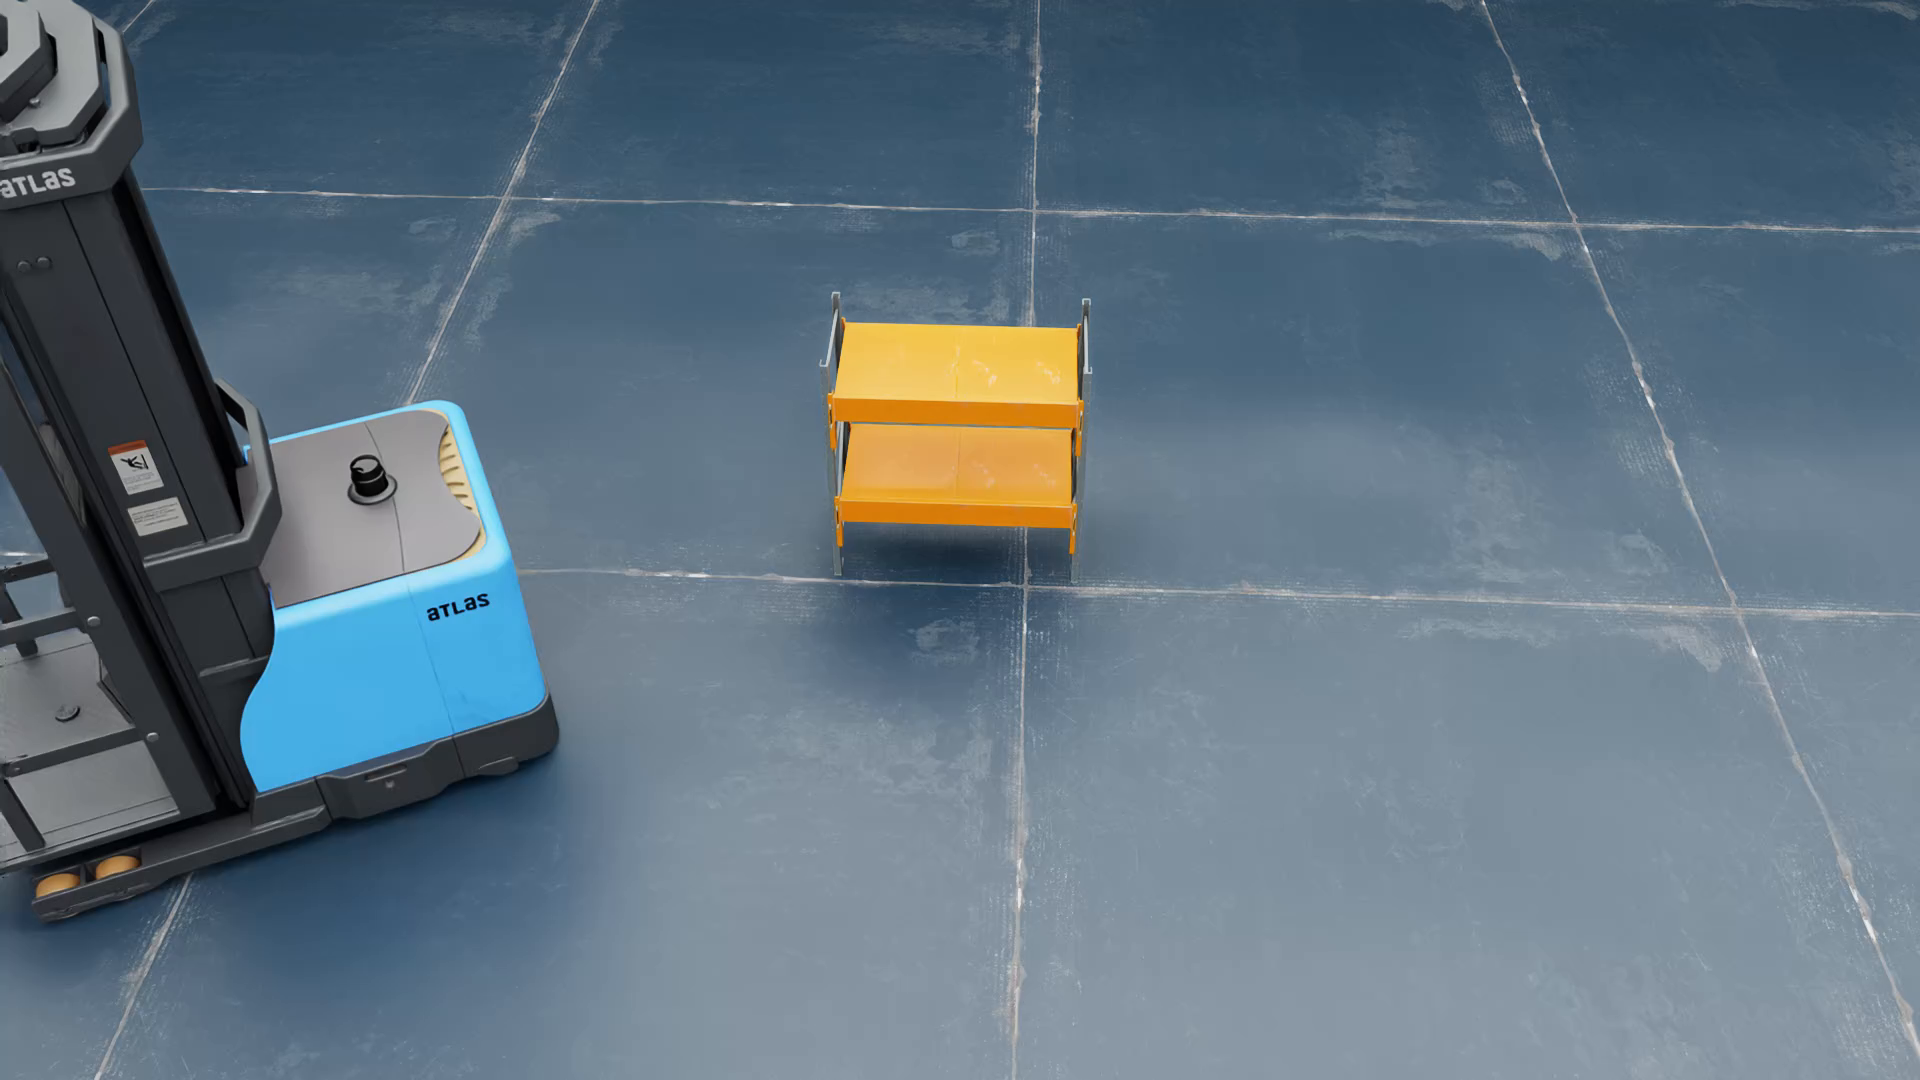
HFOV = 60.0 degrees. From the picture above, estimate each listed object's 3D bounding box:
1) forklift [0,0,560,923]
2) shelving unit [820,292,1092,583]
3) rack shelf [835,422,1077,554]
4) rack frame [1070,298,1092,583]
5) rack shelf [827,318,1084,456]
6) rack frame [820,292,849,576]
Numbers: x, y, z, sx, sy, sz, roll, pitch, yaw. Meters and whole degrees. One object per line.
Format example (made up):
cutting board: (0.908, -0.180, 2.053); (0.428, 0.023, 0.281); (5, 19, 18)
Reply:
forklift: (-3.112, -0.143, 5.339); (3.031, 2.935, 1.130); (-16, 45, -17)
shelving unit: (-0.007, -0.412, 6.952); (1.048, 1.125, 0.538); (2, 43, 2)
rack shelf: (-0.007, -0.233, 7.119); (1.000, 0.278, 0.538); (2, 43, 2)
rack frame: (0.501, -0.396, 6.935); (0.032, 1.125, 0.500); (2, 43, 2)
rack shelf: (-0.007, -0.626, 6.753); (1.000, 0.278, 0.538); (2, 43, 2)
rack frame: (-0.515, -0.427, 6.969); (0.032, 1.125, 0.500); (2, 43, 2)
